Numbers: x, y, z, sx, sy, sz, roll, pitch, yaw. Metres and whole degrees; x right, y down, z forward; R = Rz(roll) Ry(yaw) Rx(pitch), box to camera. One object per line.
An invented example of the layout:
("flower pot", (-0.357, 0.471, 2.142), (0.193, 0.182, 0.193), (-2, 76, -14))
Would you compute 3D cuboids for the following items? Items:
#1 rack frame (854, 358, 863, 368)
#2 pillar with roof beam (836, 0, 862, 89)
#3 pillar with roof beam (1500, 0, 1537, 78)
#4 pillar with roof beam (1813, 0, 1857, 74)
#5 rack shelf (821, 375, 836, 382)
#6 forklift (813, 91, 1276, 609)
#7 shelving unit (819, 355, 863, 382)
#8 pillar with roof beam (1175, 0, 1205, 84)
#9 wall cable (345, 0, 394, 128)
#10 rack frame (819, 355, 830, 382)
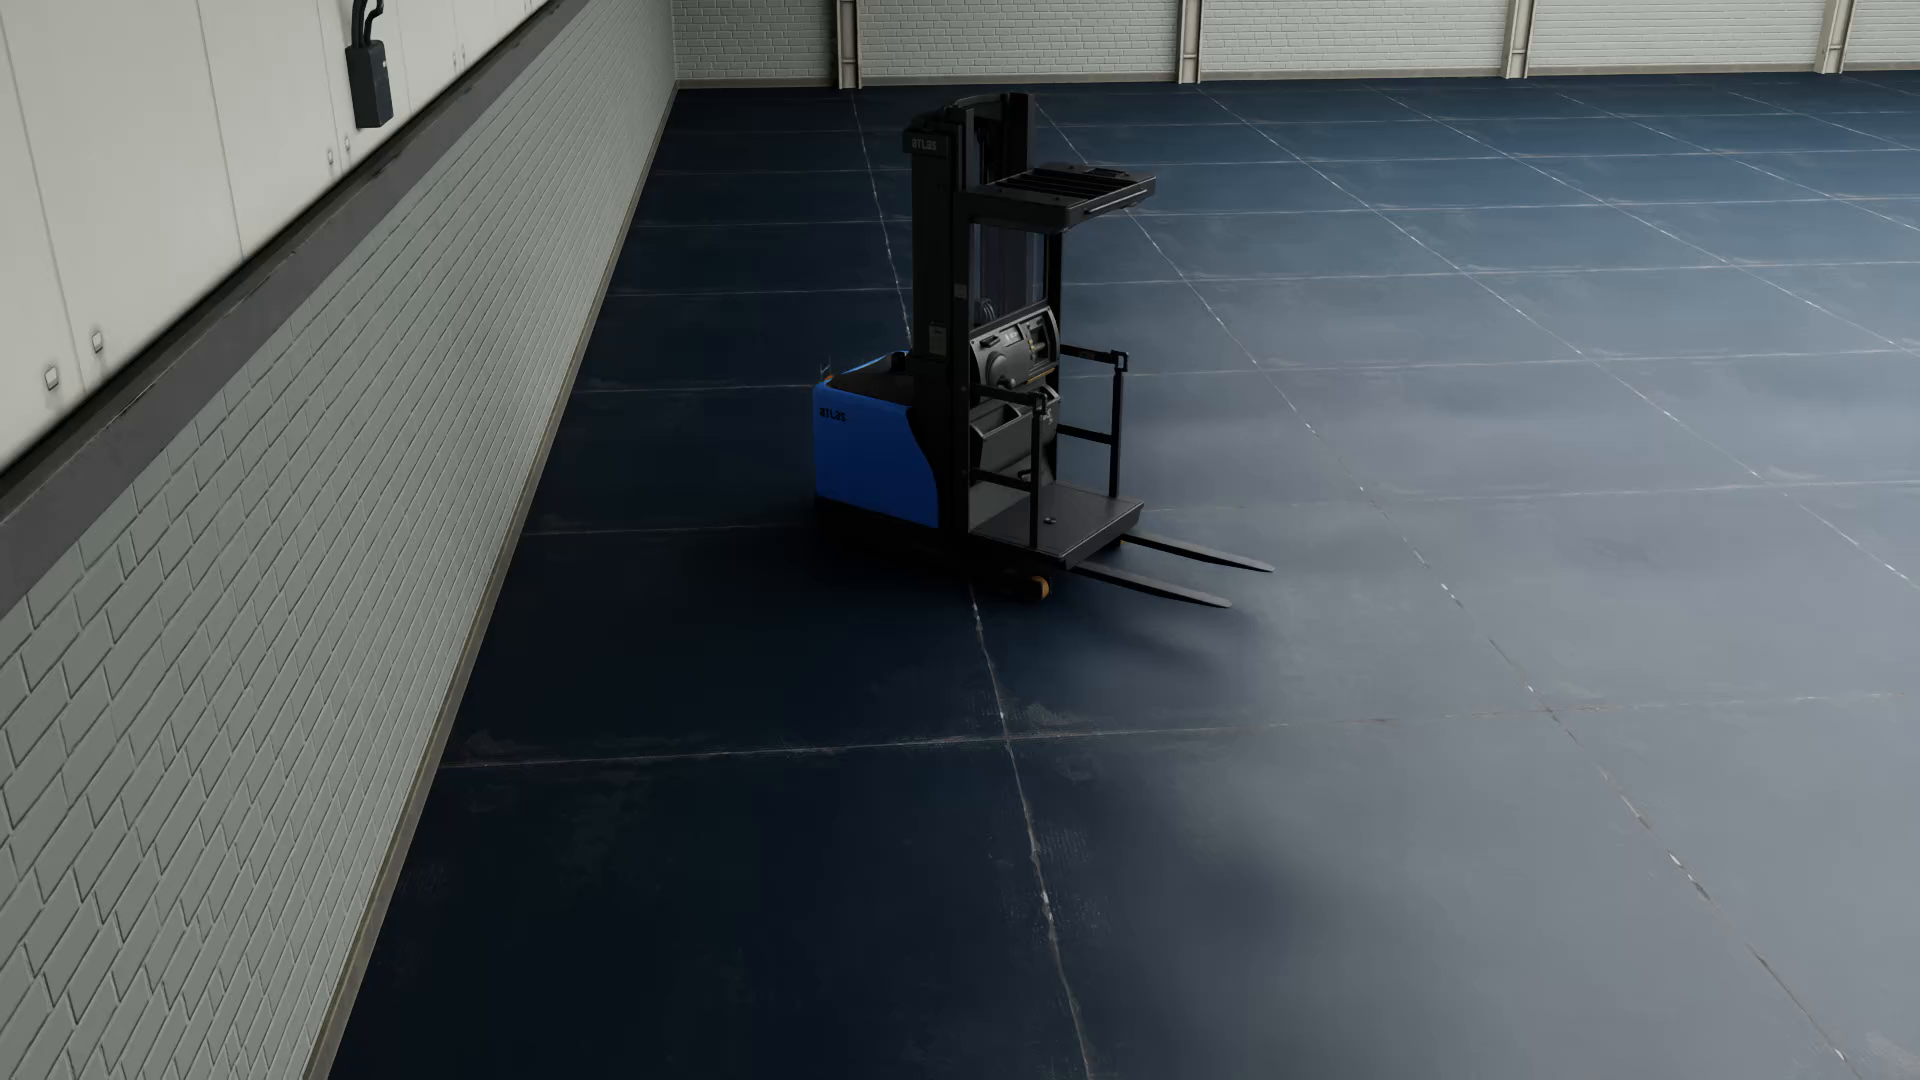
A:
("rack frame", (-0.704, -0.735, 11.611), (0.008, 1.050, 0.200), (7, 25, 12))
("pillar with roof beam", (-1.502, -10.280, 23.298), (0.400, 9.000, 9.100), (-2, 24, -5))
("pillar with roof beam", (10.440, -10.759, 24.376), (0.400, 9.000, 9.100), (-2, 24, -5))
("pillar with roof beam", (16.411, -10.998, 24.915), (0.400, 9.000, 9.100), (-2, 24, -5))
("rack shelf", (-0.818, -0.998, 11.526), (0.240, 0.259, 0.215), (7, 25, 12))
("forklift", (0.521, -1.195, 10.330), (3.031, 2.935, 1.130), (16, 28, 31))
("shelving unit", (-0.822, -0.749, 11.637), (0.252, 1.050, 0.215), (7, 25, 12))
("pillar with roof beam", (4.469, -10.519, 23.837), (0.400, 9.000, 9.100), (-2, 24, -5))
("wall cable", (-2.808, -5.096, 7.449), (0.169, 6.003, 2.305), (-2, 24, -5))
("rack frame", (-0.940, -0.762, 11.664), (0.008, 1.050, 0.200), (7, 25, 12))
